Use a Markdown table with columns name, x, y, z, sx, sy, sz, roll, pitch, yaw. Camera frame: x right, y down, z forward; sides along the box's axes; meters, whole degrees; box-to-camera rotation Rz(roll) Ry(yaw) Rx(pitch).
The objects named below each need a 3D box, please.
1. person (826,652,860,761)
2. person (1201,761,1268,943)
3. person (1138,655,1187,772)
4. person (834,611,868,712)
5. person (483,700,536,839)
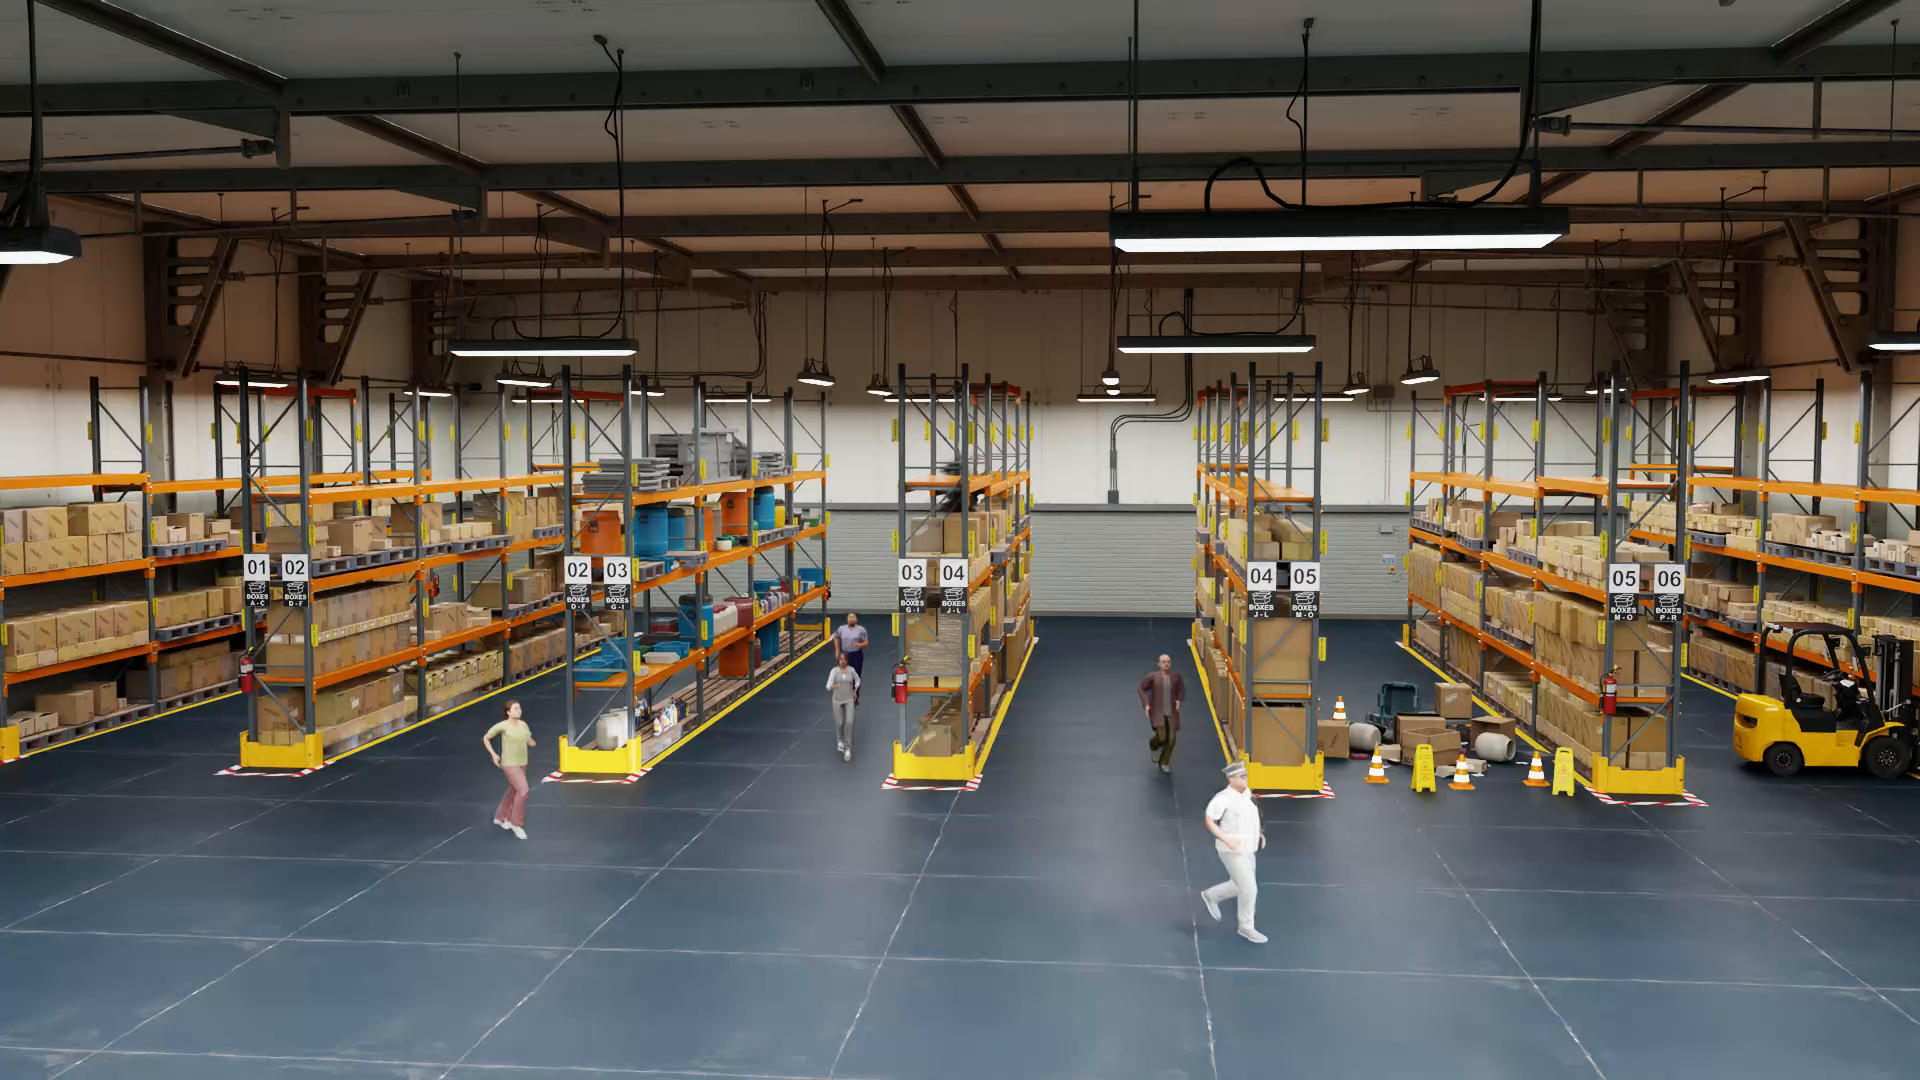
| name | x | y | z | sx | sy | sz | roll | pitch | yaw |
| --- | --- | --- | --- | --- | --- | --- | --- | --- | --- |
| person | -1.799 | 2.551 | 25.683 | 0.525 | 1.605 | 0.733 | 0 | 4 | -5 |
| person | 2.727 | 3.064 | 16.558 | 0.785 | 1.766 | 0.676 | 3 | 5 | 39 |
| person | 3.020 | 2.595 | 24.576 | 0.708 | 1.663 | 0.635 | -1 | 4 | -9 |
| person | -1.864 | 2.098 | 28.527 | 0.581 | 1.725 | 0.677 | 0 | 4 | -6 |
| person | -5.560 | 2.840 | 20.693 | 0.723 | 1.721 | 0.543 | 2 | 4 | 26 |
